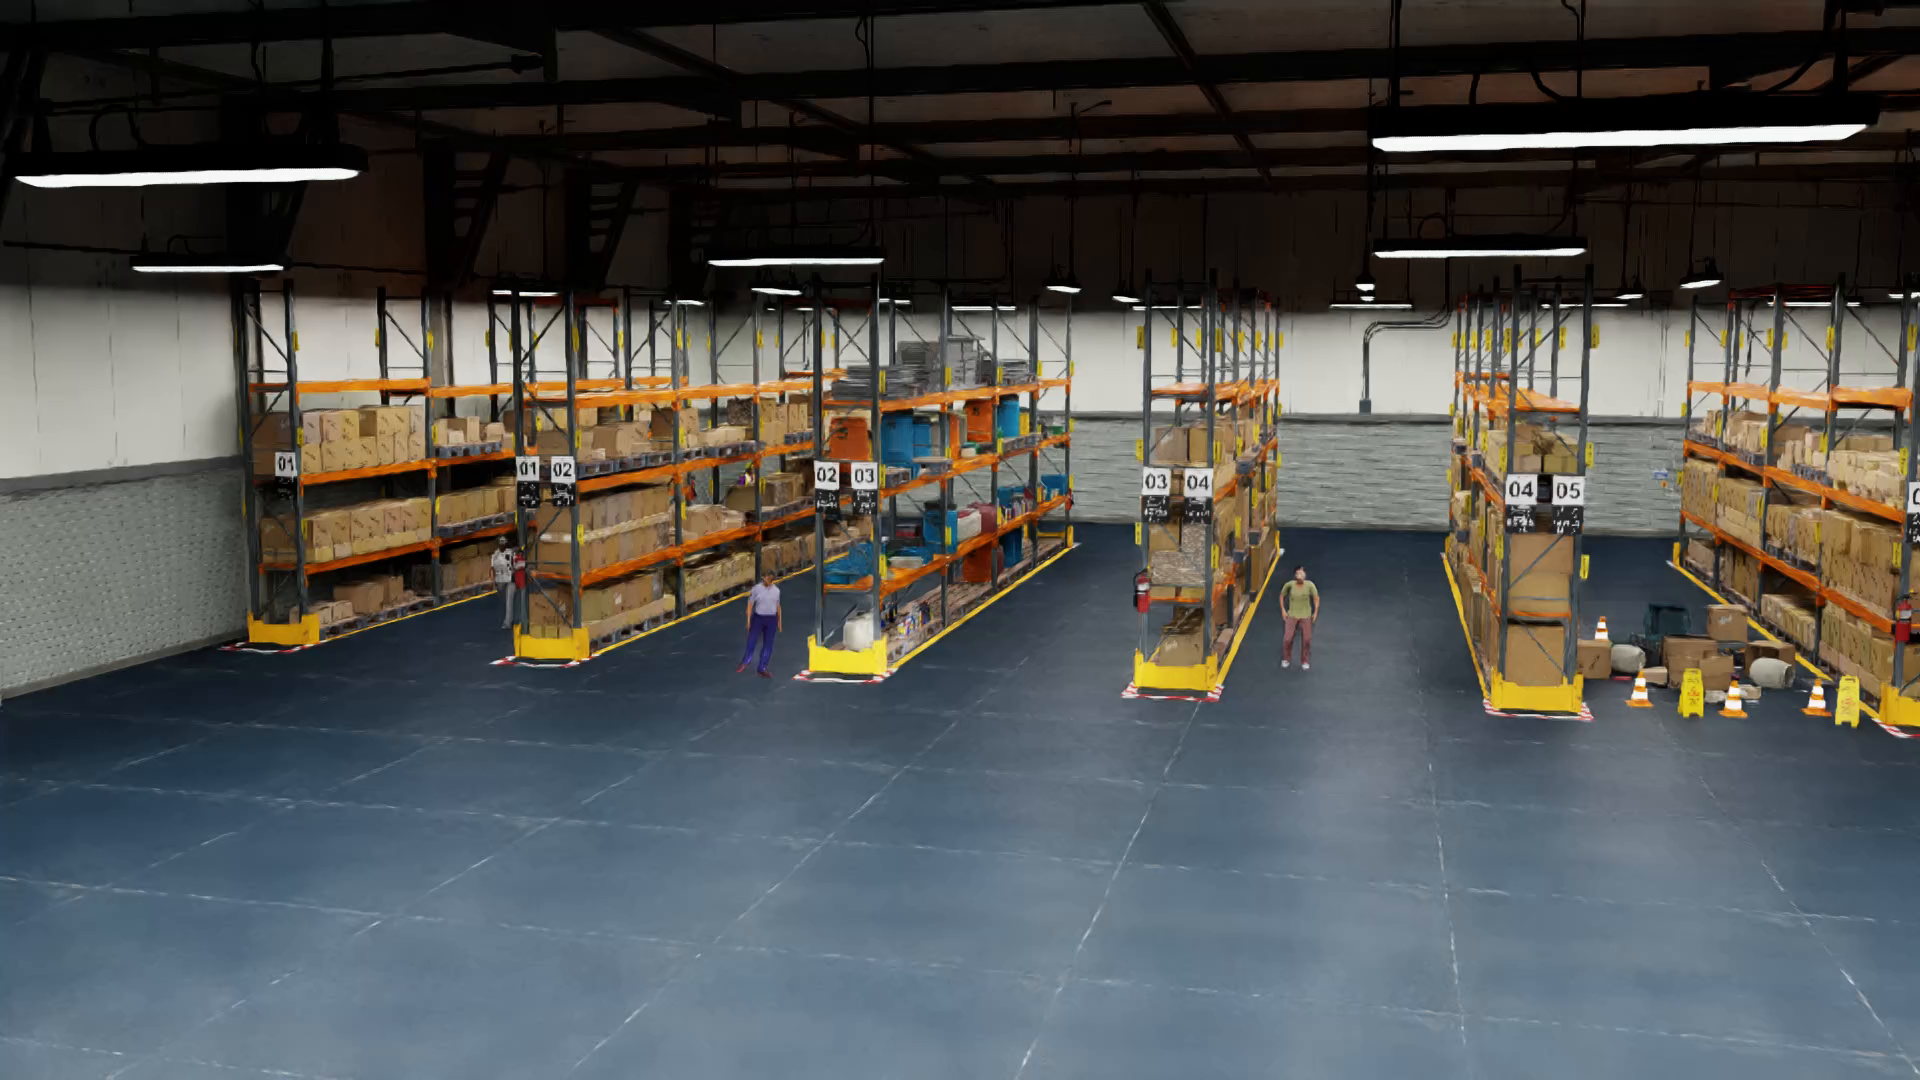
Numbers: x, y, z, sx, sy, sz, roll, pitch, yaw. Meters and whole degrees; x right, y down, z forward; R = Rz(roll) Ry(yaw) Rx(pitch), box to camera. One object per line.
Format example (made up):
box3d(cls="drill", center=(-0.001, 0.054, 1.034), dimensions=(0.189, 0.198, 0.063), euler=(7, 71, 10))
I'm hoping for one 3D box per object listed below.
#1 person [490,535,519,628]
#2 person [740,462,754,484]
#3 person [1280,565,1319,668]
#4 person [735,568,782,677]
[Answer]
box3d(cls="person", center=(-7.966, 0.701, 29.069), dimensions=(0.442, 1.623, 0.997), euler=(1, 7, 5))
box3d(cls="person", center=(-5.564, -1.220, 44.527), dimensions=(0.740, 1.754, 0.568), euler=(-5, 9, -37))
box3d(cls="person", center=(5.179, 1.167, 25.406), dimensions=(0.598, 1.619, 0.507), euler=(1, 7, 12))
box3d(cls="person", center=(-3.014, 1.229, 24.852), dimensions=(0.675, 1.633, 0.503), euler=(-3, 7, -24))
